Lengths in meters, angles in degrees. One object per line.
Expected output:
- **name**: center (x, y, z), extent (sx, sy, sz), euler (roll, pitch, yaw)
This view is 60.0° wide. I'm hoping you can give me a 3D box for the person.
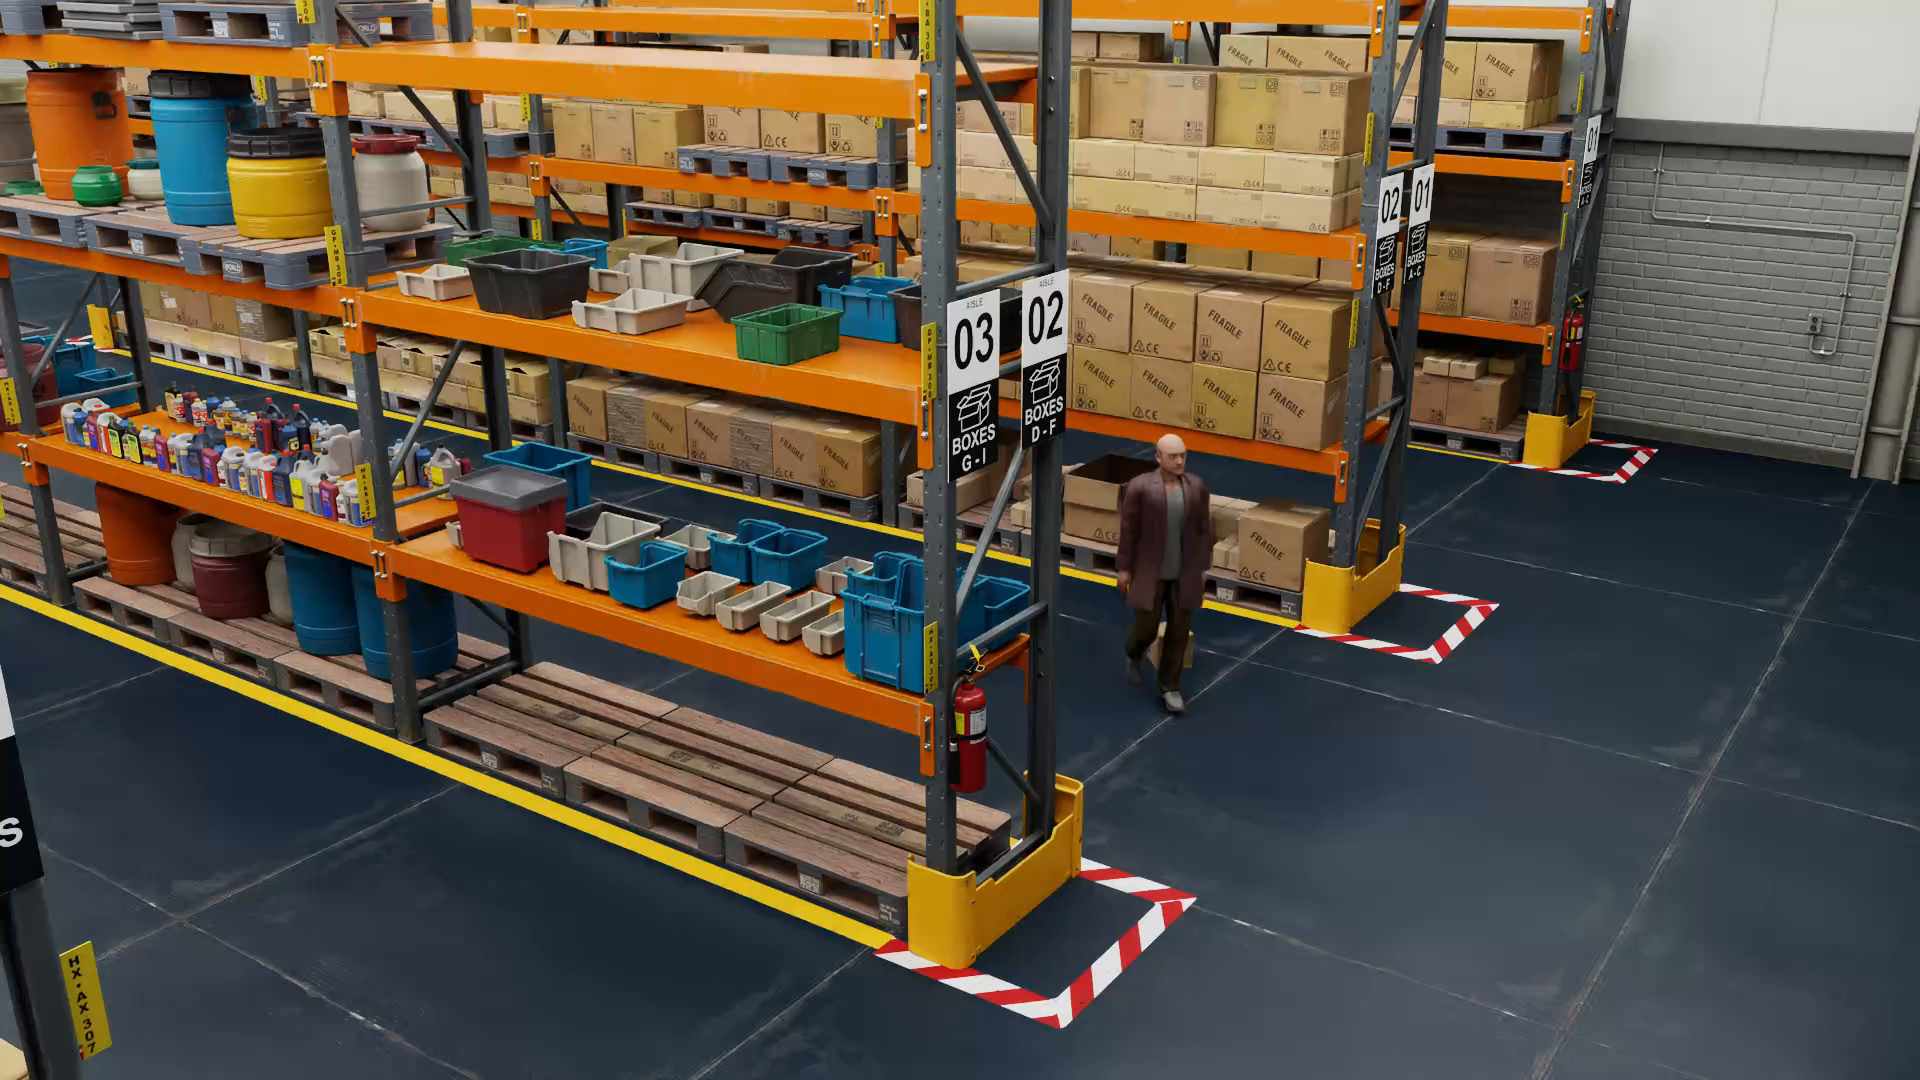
- **person**: center (1.278, 0.180, 10.498), extent (0.604, 1.766, 0.626), euler (-3, 20, -9)
